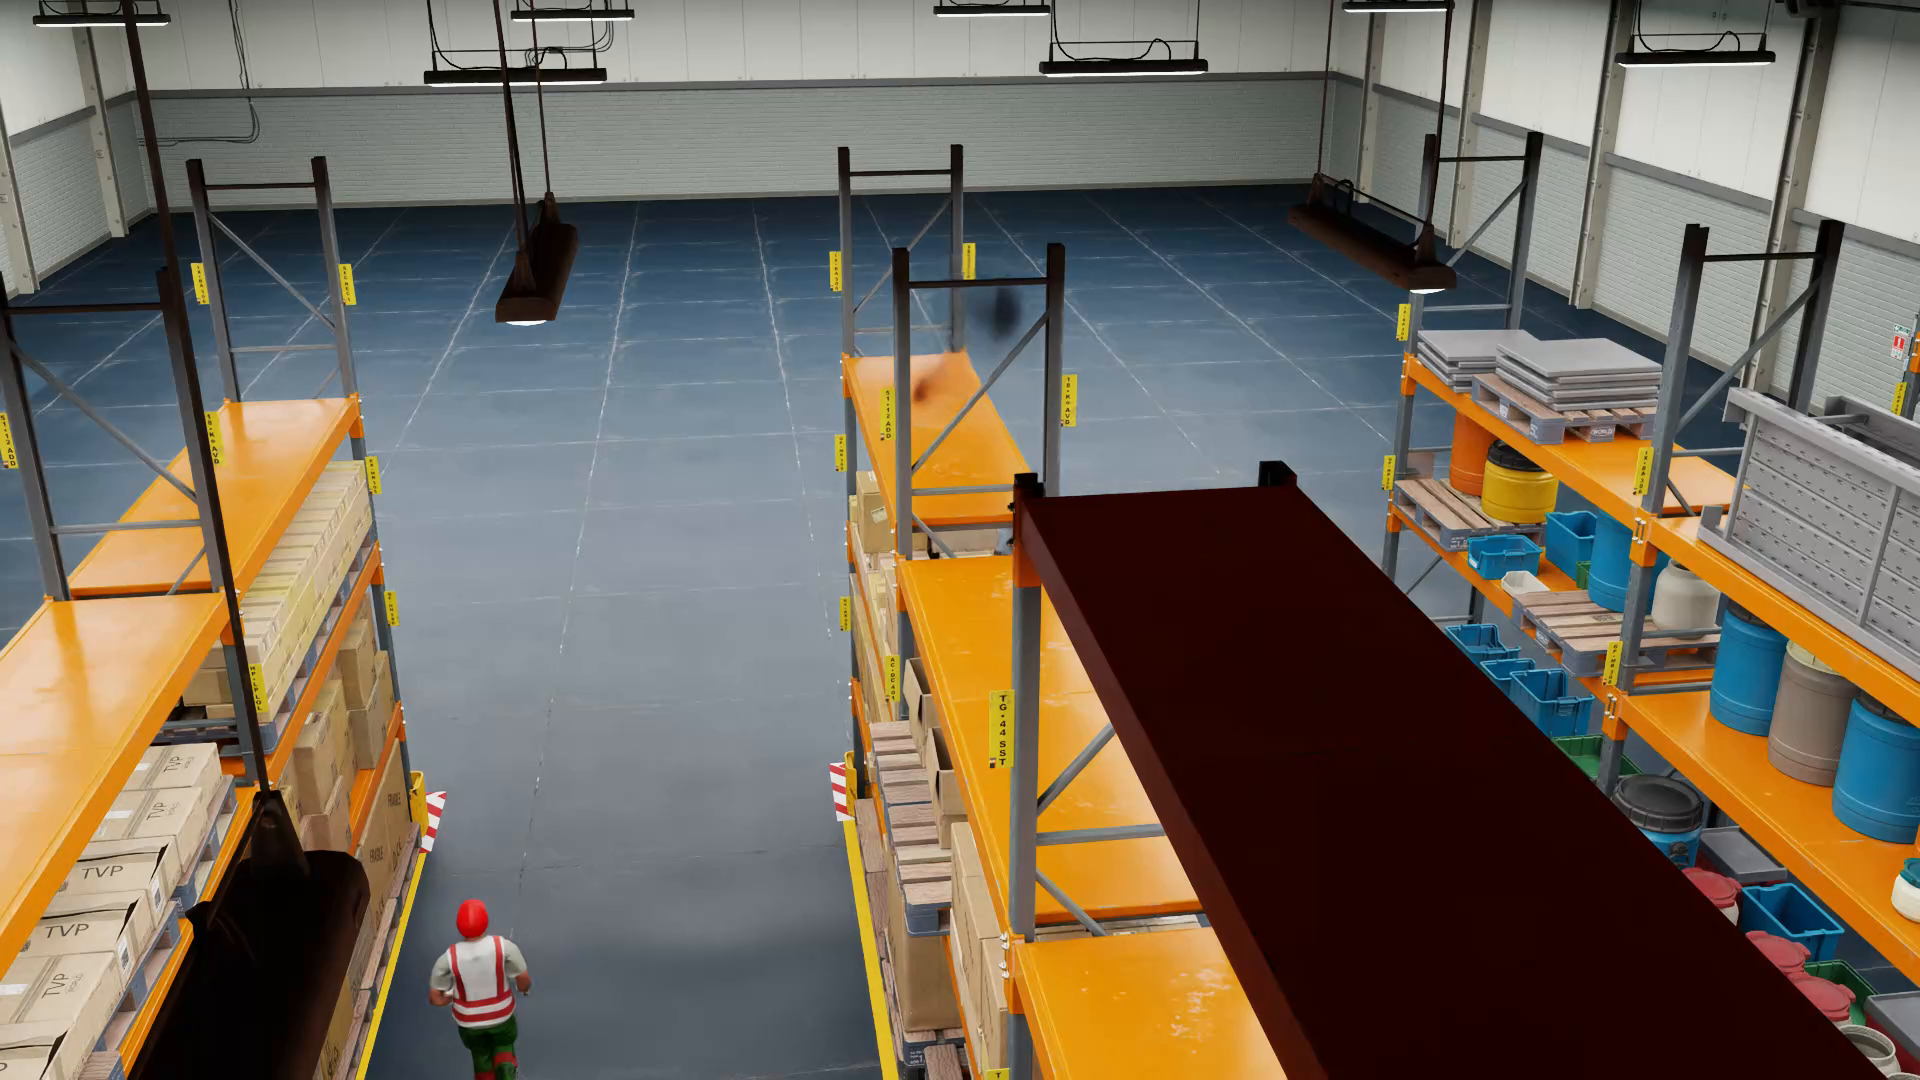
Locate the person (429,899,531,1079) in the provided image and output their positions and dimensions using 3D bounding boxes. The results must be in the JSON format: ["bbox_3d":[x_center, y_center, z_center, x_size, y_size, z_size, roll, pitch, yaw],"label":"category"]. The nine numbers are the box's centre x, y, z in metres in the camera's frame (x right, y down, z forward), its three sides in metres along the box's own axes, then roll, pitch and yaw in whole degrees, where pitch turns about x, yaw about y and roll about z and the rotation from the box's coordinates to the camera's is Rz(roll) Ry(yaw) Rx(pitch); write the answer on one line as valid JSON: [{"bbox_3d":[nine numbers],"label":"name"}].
[{"bbox_3d":[-3.201,3.211,11.188,0.658,1.743,0.632,-6,23,-16],"label":"person"}]

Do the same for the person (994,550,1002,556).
[{"bbox_3d":[0.295,0.784,17.620,0.640,1.400,0.447,9,23,21],"label":"person"}]
